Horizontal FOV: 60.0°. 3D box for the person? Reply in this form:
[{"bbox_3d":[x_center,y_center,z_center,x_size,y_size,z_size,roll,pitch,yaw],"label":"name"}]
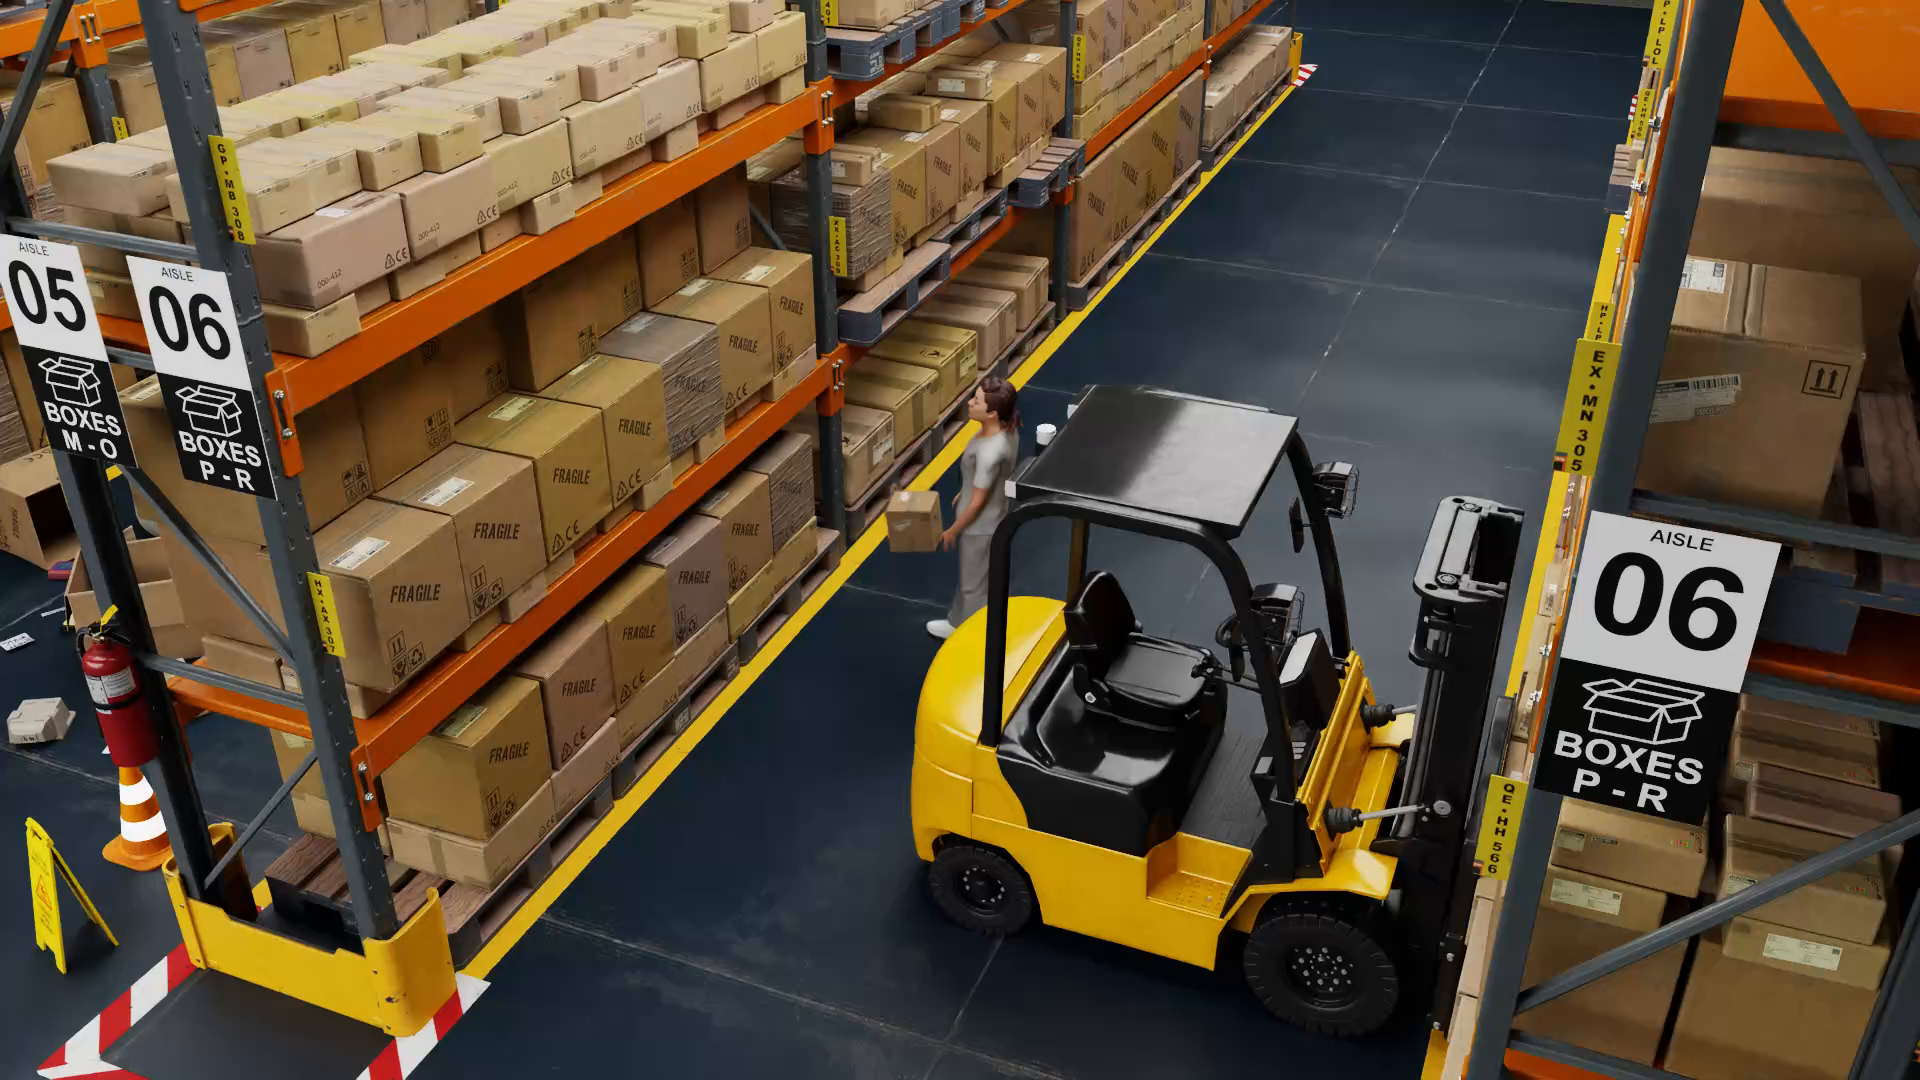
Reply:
[{"bbox_3d":[0.051,-0.094,8.542,0.554,1.674,0.522,5,30,9],"label":"person"}]
